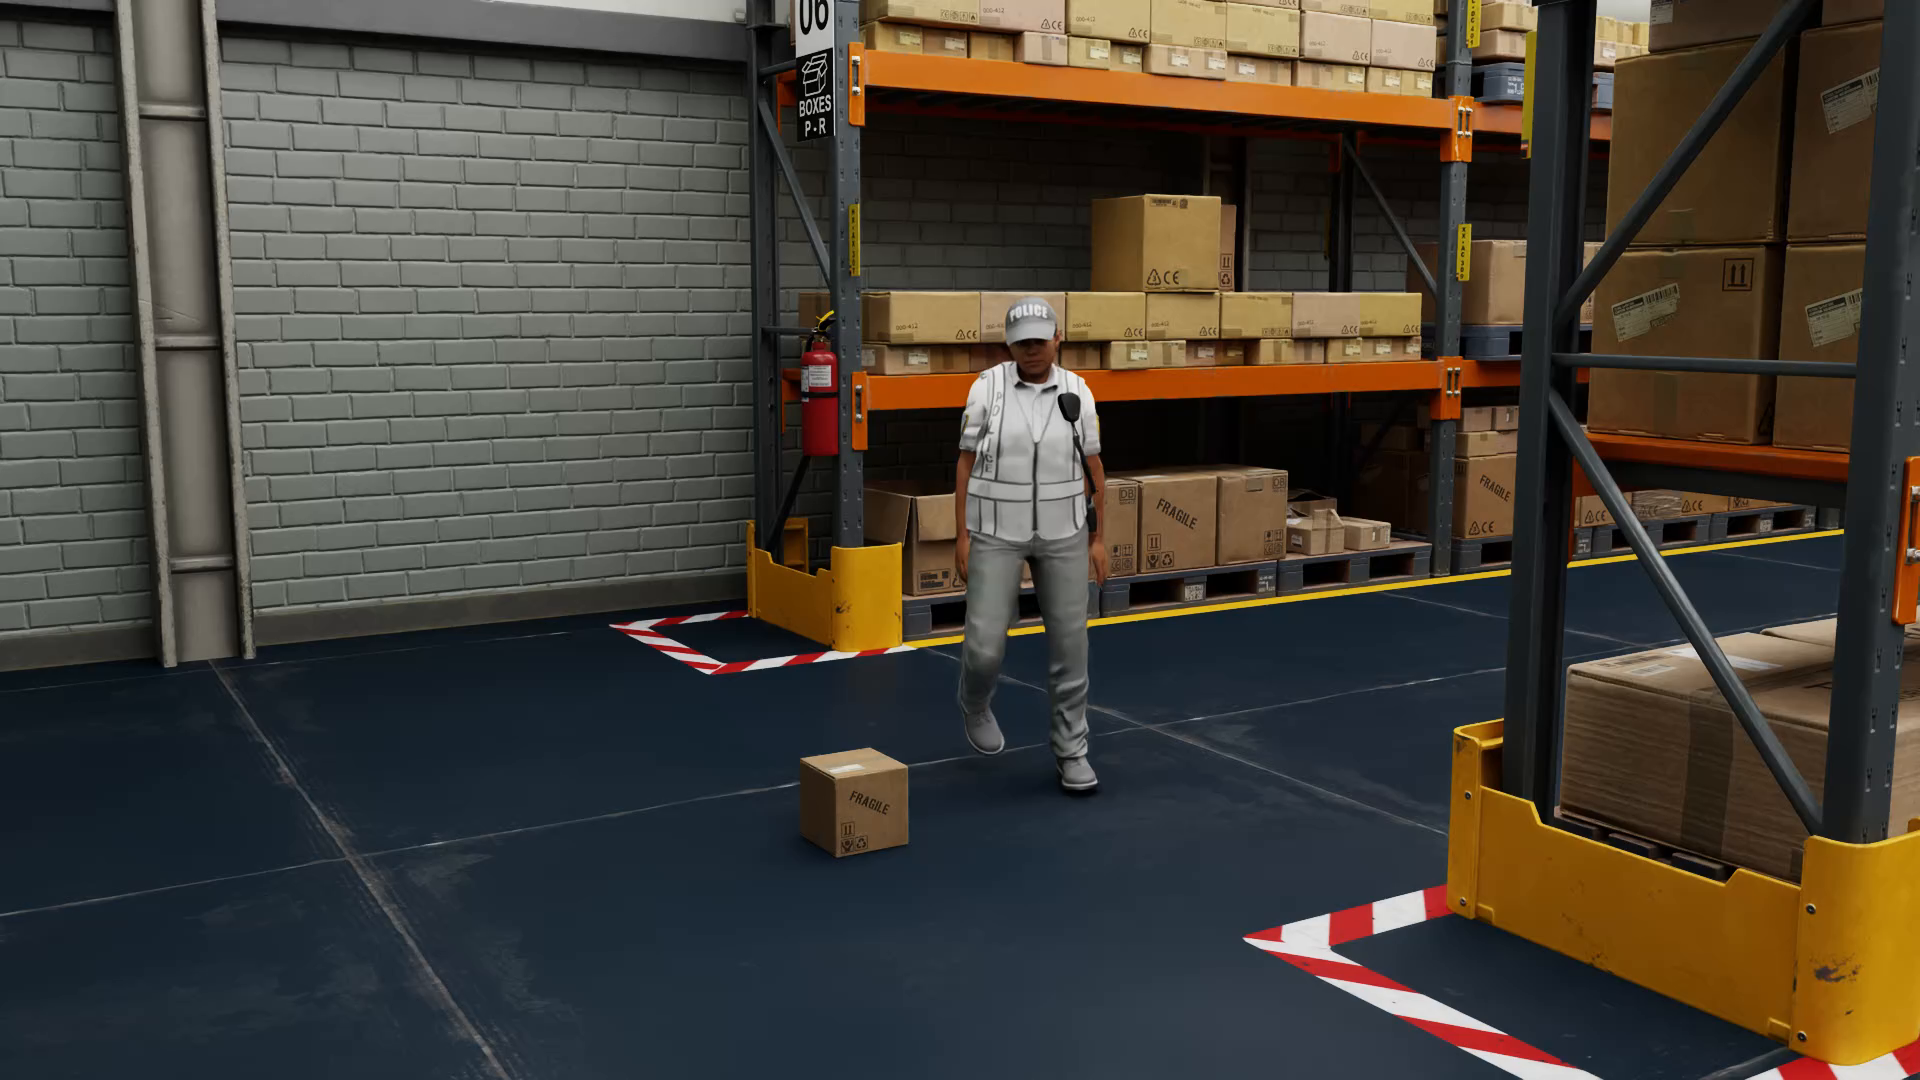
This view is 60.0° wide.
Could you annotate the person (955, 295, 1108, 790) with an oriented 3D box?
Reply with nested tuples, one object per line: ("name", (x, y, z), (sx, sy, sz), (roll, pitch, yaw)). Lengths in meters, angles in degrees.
("person", (0.245, 0.001, 5.701), (0.533, 1.661, 0.524), (-1, 8, -6))
